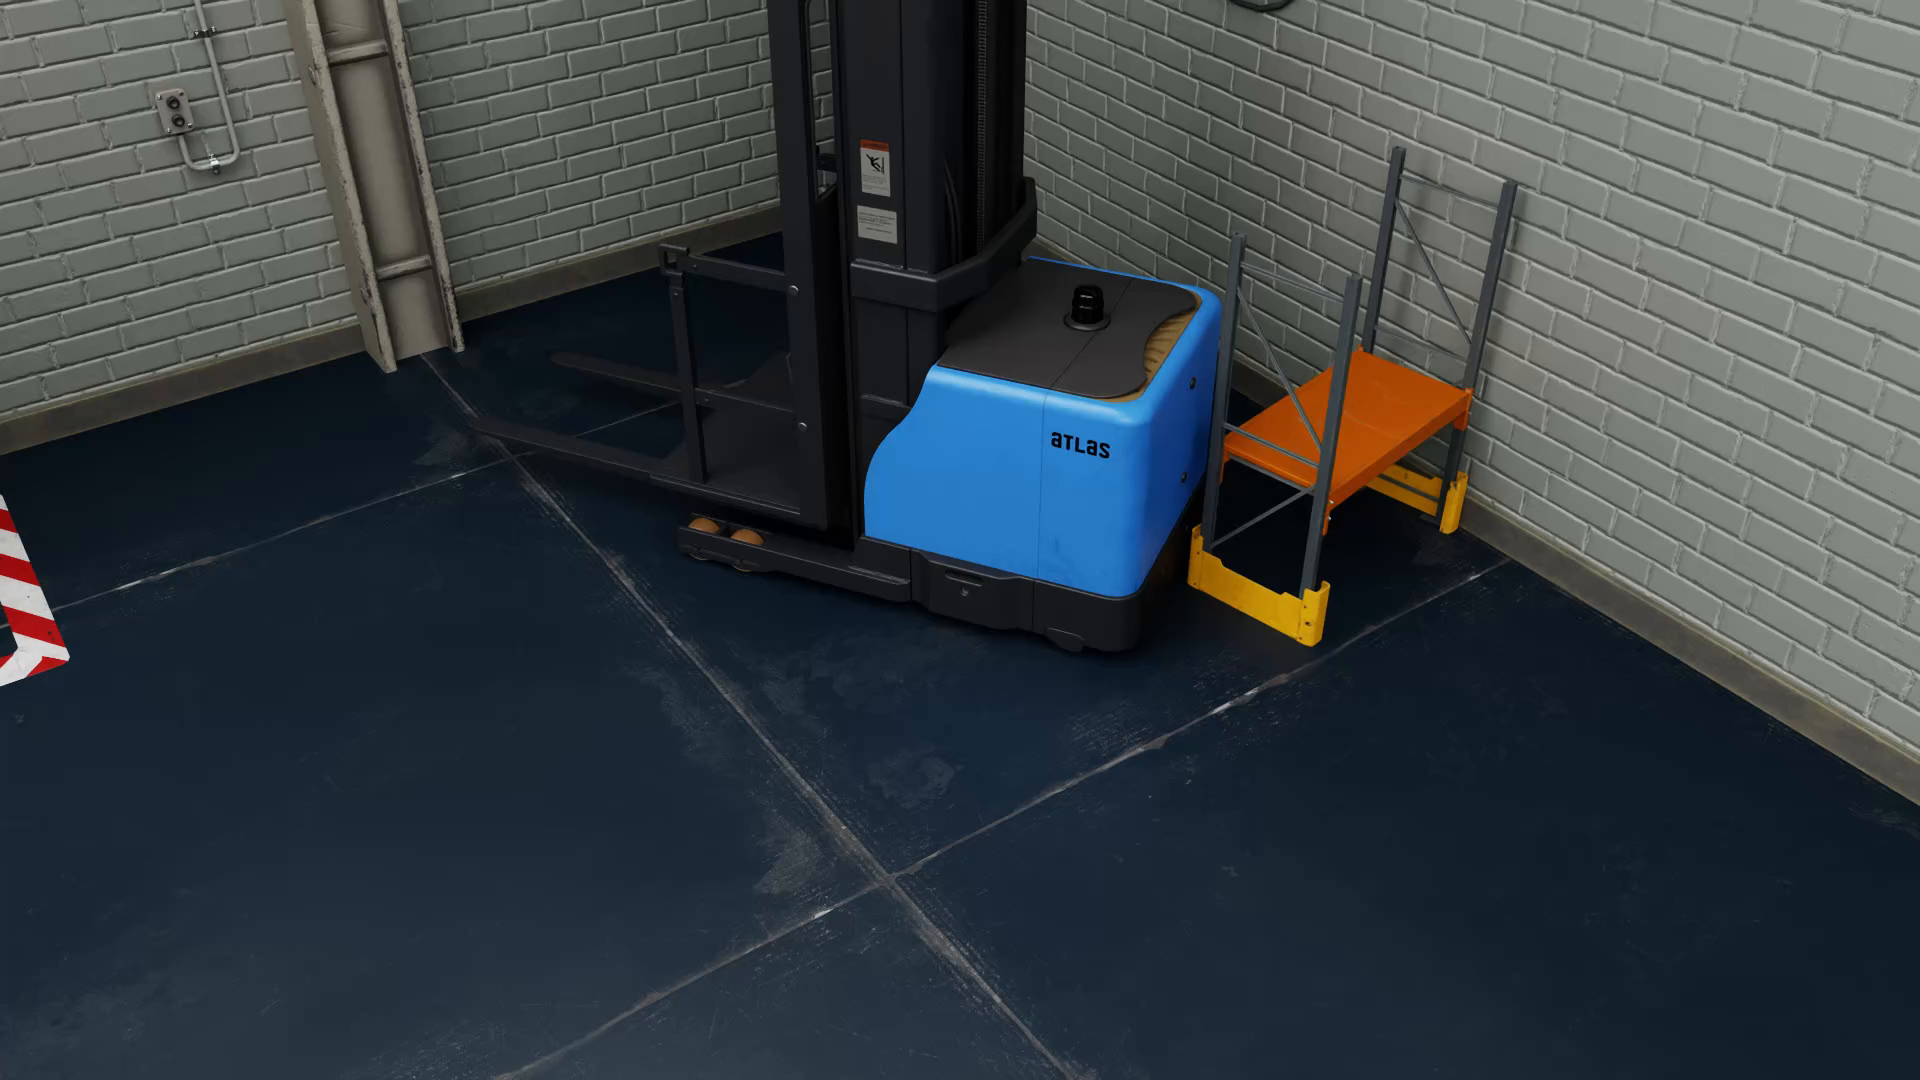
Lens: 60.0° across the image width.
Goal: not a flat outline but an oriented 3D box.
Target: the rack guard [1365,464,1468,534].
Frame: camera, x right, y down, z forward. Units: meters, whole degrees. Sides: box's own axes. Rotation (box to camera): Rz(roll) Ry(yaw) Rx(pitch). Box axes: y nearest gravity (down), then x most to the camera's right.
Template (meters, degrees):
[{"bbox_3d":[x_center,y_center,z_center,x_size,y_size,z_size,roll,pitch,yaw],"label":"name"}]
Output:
[{"bbox_3d":[1.809,-0.256,6.892,0.587,0.250,0.087,29,45,34],"label":"rack guard"}]

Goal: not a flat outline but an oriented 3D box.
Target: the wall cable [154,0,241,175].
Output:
[{"bbox_3d":[-3.840,-2.117,6.255,1.851,1.984,0.084,-22,41,-28],"label":"wall cable"}]

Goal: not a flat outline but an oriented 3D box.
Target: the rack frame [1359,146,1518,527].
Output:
[{"bbox_3d":[1.810,-0.764,6.528,0.500,1.500,0.032,29,45,34],"label":"rack frame"}]

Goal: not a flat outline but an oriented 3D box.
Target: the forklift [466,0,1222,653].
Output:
[{"bbox_3d":[-0.573,-1.332,6.092,3.031,2.935,1.130,14,38,19],"label":"forklift"}]

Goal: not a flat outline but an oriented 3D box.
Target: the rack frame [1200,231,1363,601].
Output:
[{"bbox_3d":[1.110,-0.334,5.929,0.500,1.500,0.032,29,45,34],"label":"rack frame"}]

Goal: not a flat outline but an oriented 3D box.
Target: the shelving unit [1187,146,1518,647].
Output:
[{"bbox_3d":[1.466,-0.553,6.234,0.587,1.500,1.083,29,45,34],"label":"shelving unit"}]

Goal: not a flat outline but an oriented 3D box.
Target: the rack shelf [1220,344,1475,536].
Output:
[{"bbox_3d":[1.460,-0.403,6.334,0.538,0.185,1.000,29,45,34],"label":"rack shelf"}]

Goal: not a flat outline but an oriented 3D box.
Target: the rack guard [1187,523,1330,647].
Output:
[{"bbox_3d":[1.123,0.166,6.306,0.587,0.250,0.087,29,45,34],"label":"rack guard"}]

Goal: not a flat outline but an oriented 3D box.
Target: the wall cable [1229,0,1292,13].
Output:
[{"bbox_3d":[0.487,-3.730,6.888,0.112,2.526,3.097,-22,41,-28],"label":"wall cable"}]

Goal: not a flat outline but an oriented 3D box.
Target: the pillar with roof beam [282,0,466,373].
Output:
[{"bbox_3d":[-0.153,-2.525,2.553,0.400,9.000,9.100,-22,41,-28],"label":"pillar with roof beam"}]
